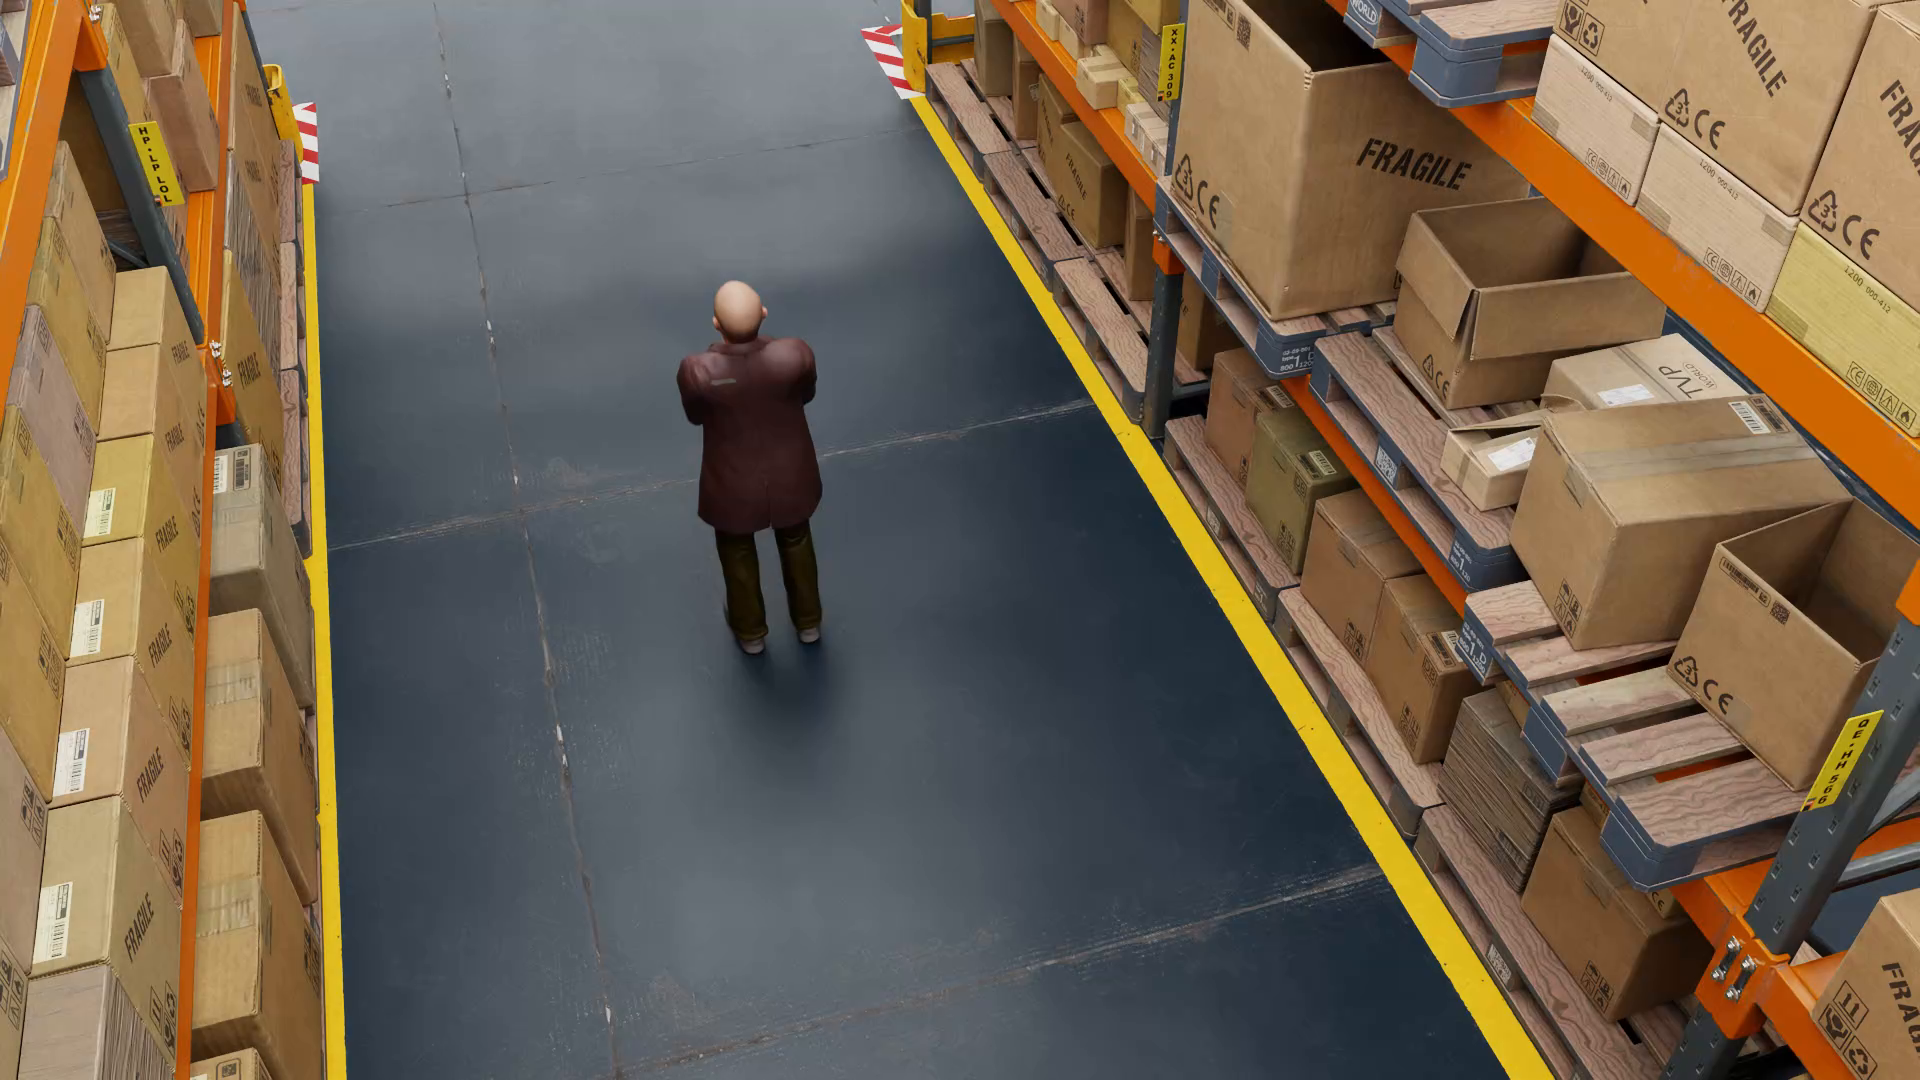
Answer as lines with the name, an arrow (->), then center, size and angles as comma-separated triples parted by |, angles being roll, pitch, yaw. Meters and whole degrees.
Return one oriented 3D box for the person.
person -> -0.825, -0.316, 6.597 | 0.530, 1.678, 0.563 | -12, 43, -13
